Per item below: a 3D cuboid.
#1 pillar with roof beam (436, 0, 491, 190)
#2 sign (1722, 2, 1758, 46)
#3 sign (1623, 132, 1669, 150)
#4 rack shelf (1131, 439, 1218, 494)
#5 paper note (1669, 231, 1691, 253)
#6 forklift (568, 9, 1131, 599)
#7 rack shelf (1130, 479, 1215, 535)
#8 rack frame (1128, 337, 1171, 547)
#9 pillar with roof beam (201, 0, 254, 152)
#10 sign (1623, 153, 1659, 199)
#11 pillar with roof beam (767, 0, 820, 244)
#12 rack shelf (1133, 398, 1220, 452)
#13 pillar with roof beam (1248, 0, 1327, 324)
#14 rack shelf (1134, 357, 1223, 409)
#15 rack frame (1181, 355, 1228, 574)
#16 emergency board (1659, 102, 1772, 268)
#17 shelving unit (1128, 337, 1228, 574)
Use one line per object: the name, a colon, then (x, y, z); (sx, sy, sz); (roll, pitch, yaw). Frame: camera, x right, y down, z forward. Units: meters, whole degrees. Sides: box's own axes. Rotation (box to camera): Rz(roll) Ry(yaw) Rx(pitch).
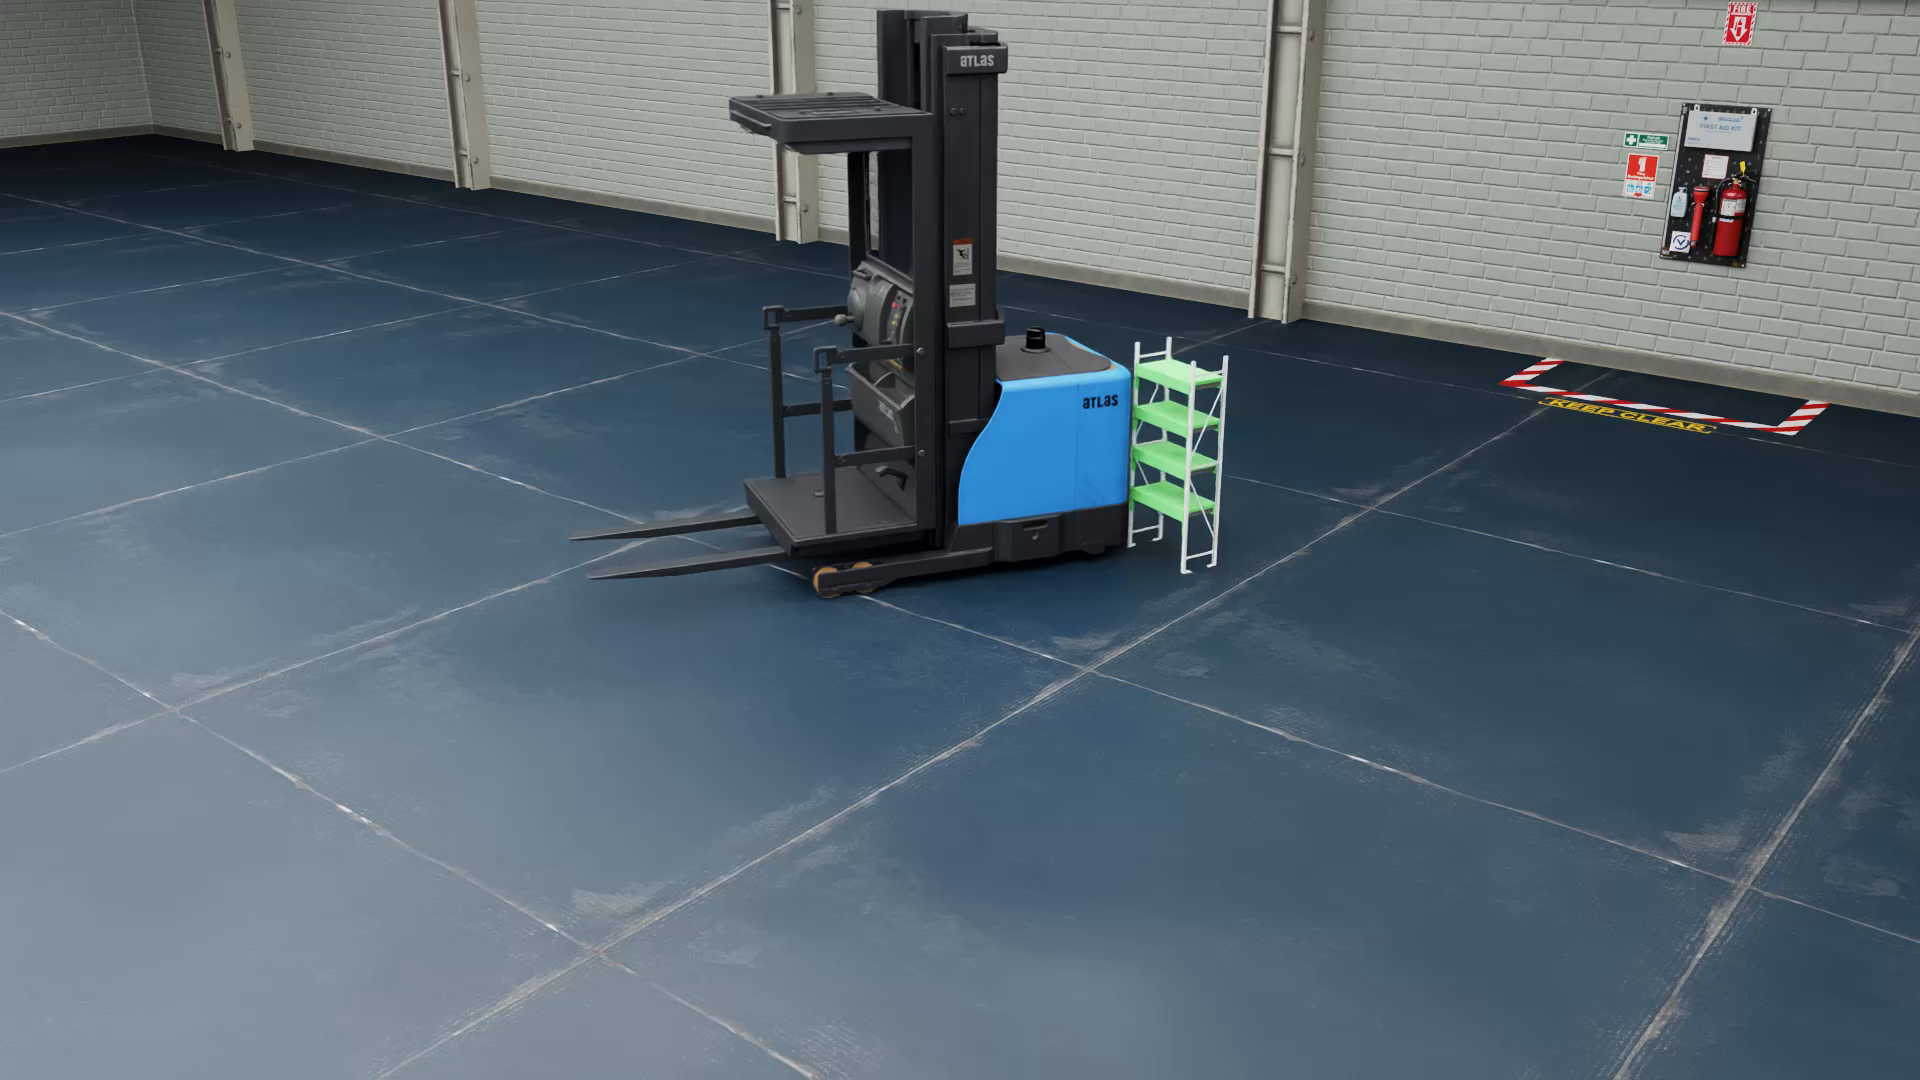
pillar with roof beam: (-9.175, -7.717, 17.378); (0.400, 9.000, 9.100); (16, 26, 36)
sign: (5.658, -3.746, 12.066); (0.199, 0.298, 0.001); (16, 26, 36)
sign: (5.236, -3.045, 12.691); (0.331, 0.109, 0.001); (16, 26, 36)
rack shelf: (1.199, -0.414, 9.247); (0.258, 0.148, 0.480); (-12, 24, -29)
paper note: (5.508, -2.279, 12.708); (0.142, 0.148, 0.016); (16, 26, 36)
forklift: (-0.614, -1.270, 8.881); (3.031, 2.935, 1.130); (-8, 22, -20)
rack shelf: (1.199, -0.190, 9.332); (0.258, 0.148, 0.480); (-12, 24, -29)
rack frame: (1.072, -0.547, 9.419); (0.240, 1.200, 0.015); (-12, 24, -29)
pillar with roof beam: (-13.824, -9.055, 20.928); (0.400, 9.000, 9.100); (16, 26, 36)
sign: (5.238, -2.801, 12.794); (0.234, 0.329, 0.001); (16, 26, 36)
pillar with roof beam: (-4.527, -6.378, 13.829); (0.400, 9.000, 9.100); (16, 26, 36)
rack shelf: (1.199, -0.639, 9.162); (0.258, 0.148, 0.480); (-12, 24, -29)
pillar with roof beam: (0.121, -5.040, 10.279); (0.400, 9.000, 9.100); (16, 26, 36)
rack shelf: (1.199, -0.863, 9.078); (0.258, 0.148, 0.480); (-12, 24, -29)
rack frame: (1.326, -0.400, 9.029); (0.240, 1.200, 0.015); (-12, 24, -29)
emergency board: (5.601, -2.633, 12.398); (0.643, 1.169, 0.194); (16, 26, 36)
shelving unit: (1.199, -0.474, 9.224); (0.258, 1.200, 0.503); (-12, 24, -29)
